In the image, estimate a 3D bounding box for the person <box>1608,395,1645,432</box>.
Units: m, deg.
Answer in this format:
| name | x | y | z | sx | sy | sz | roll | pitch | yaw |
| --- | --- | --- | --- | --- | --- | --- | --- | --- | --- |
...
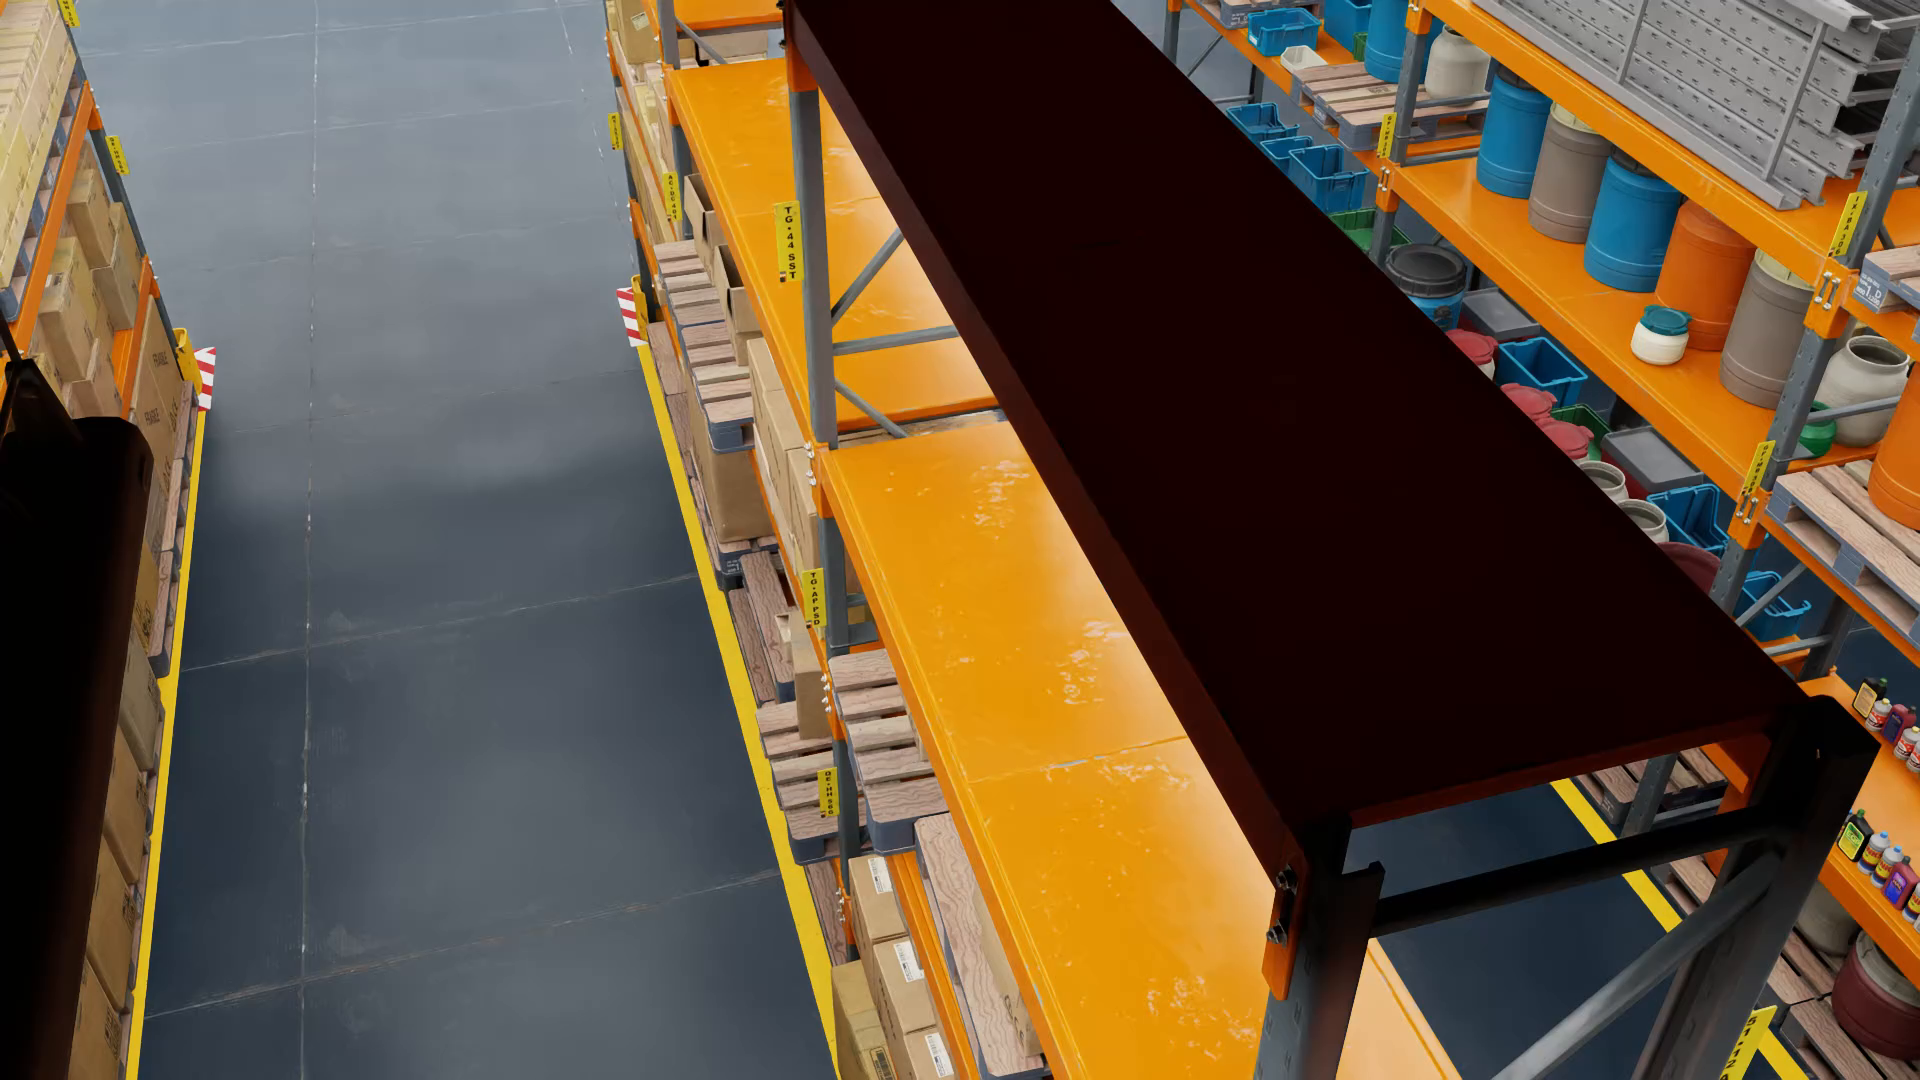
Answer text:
| name | x | y | z | sx | sy | sz | roll | pitch | yaw |
| --- | --- | --- | --- | --- | --- | --- | --- | --- | --- |
| person | 5.396 | -1.145 | 12.975 | 0.539 | 1.639 | 0.555 | -18 | 42 | -21 |
